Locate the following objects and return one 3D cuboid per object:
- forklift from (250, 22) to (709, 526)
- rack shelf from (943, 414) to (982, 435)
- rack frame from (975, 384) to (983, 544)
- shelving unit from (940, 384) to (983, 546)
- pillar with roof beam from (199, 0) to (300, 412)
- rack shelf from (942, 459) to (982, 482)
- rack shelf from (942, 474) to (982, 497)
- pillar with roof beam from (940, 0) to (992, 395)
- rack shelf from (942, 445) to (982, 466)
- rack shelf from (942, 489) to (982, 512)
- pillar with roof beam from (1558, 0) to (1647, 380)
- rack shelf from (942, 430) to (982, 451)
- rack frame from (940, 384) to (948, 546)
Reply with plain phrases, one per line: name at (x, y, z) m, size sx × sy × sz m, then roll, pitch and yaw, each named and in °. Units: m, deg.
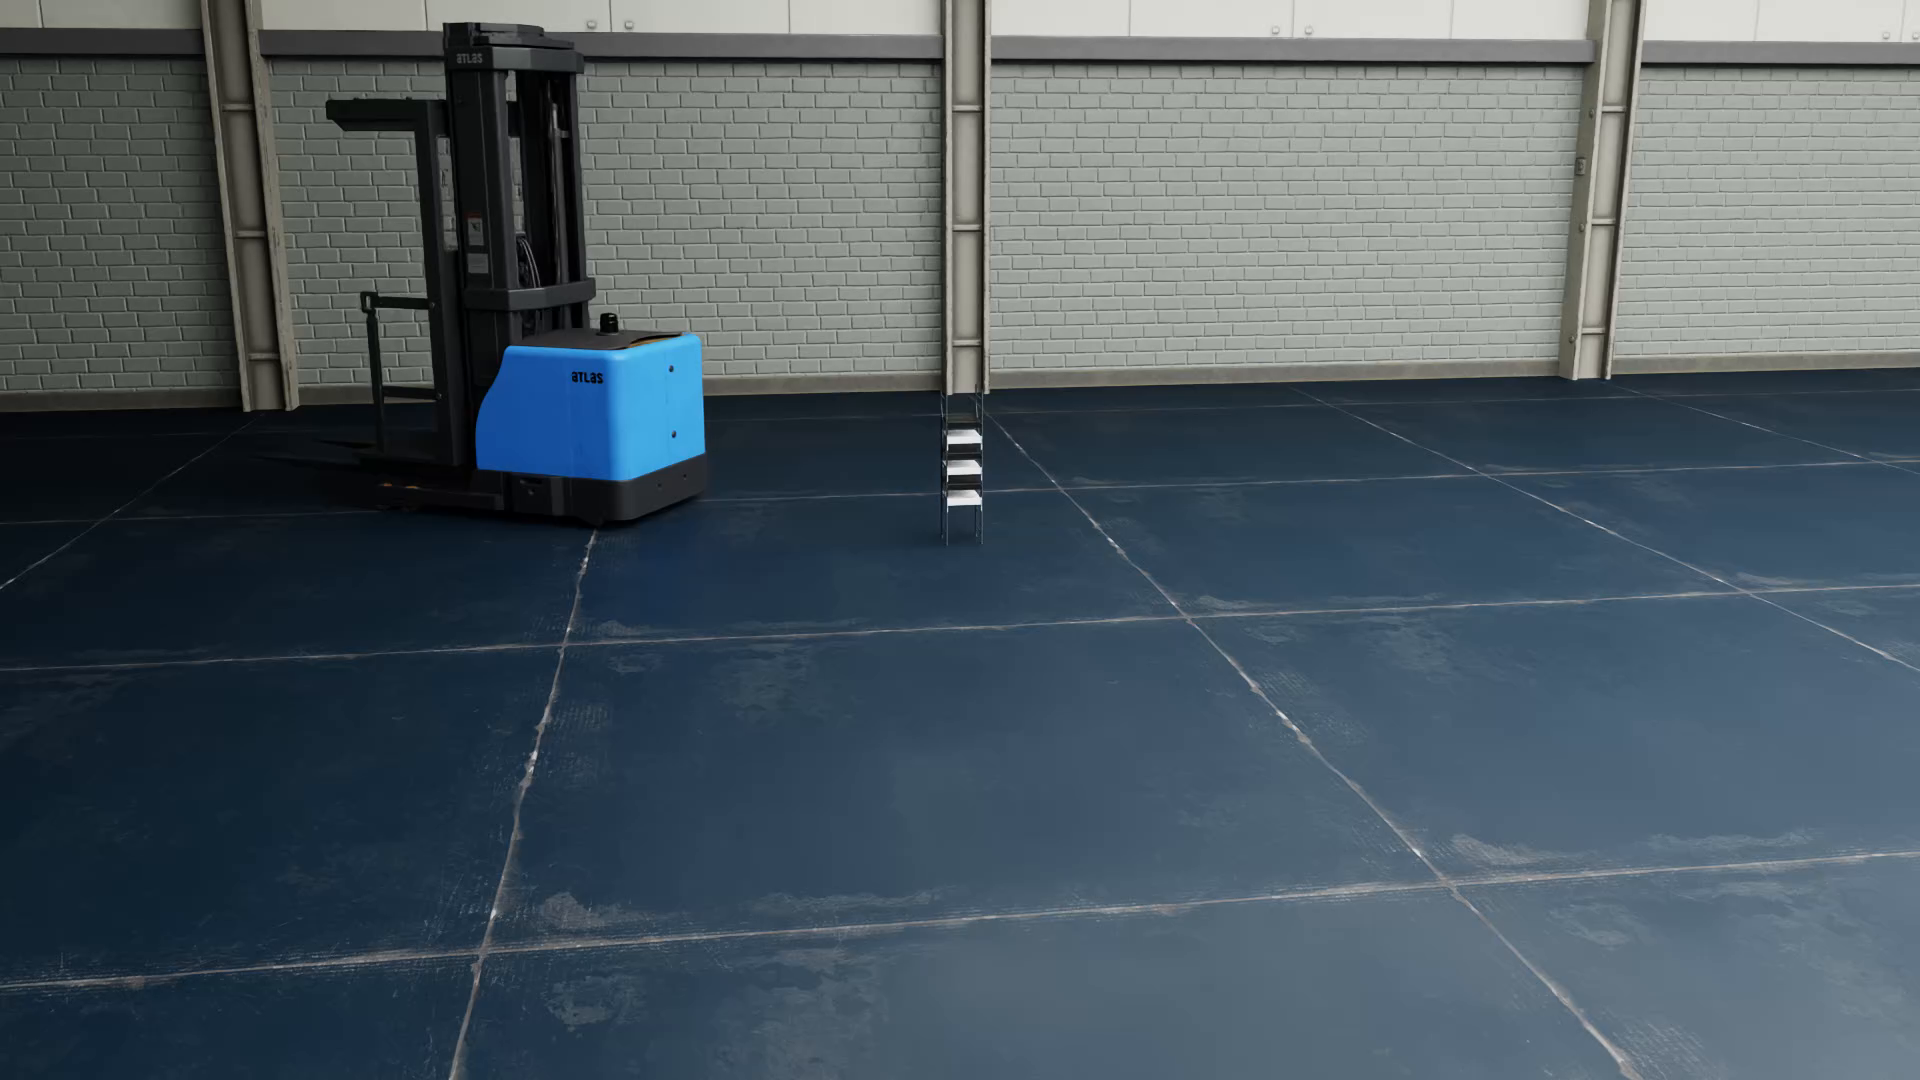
forklift at (-3.192, -1.710, 10.516) m, size 3.031 × 2.935 × 1.130 m, roll 5°, pitch 15°, yaw 21°
rack shelf at (0.008, -0.666, 9.556) m, size 0.200 × 0.077 × 0.258 m, roll -2°, pitch 14°, yaw -8°
rack frame at (0.109, -0.440, 9.628) m, size 0.006 × 0.900 × 0.240 m, roll -2°, pitch 14°, yaw -8°
shelving unit at (0.008, -0.437, 9.614) m, size 0.210 × 0.900 × 0.258 m, roll -2°, pitch 14°, yaw -8°
pillar with roof beam at (-5.243, -4.458, 8.997) m, size 0.400 × 9.000 × 9.100 m, roll -2°, pitch 14°, yaw -8°
rack shelf at (0.008, -0.404, 9.622) m, size 0.200 × 0.077 × 0.258 m, roll -2°, pitch 14°, yaw -8°
rack shelf at (0.008, -0.317, 9.644) m, size 0.200 × 0.077 × 0.258 m, roll -2°, pitch 14°, yaw -8°
pillar with roof beam at (0.690, -4.675, 9.864) m, size 0.400 × 9.000 × 9.100 m, roll -2°, pitch 14°, yaw -8°
rack shelf at (0.008, -0.492, 9.600) m, size 0.200 × 0.077 × 0.258 m, roll -2°, pitch 14°, yaw -8°
rack shelf at (0.008, -0.230, 9.665) m, size 0.200 × 0.077 × 0.258 m, roll -2°, pitch 14°, yaw -8°
pillar with roof beam at (6.623, -4.892, 10.731) m, size 0.400 × 9.000 × 9.100 m, roll -2°, pitch 14°, yaw -8°
rack shelf at (0.008, -0.579, 9.578) m, size 0.200 × 0.077 × 0.258 m, roll -2°, pitch 14°, yaw -8°
rack frame at (-0.093, -0.433, 9.599) m, size 0.006 × 0.900 × 0.240 m, roll -2°, pitch 14°, yaw -8°
